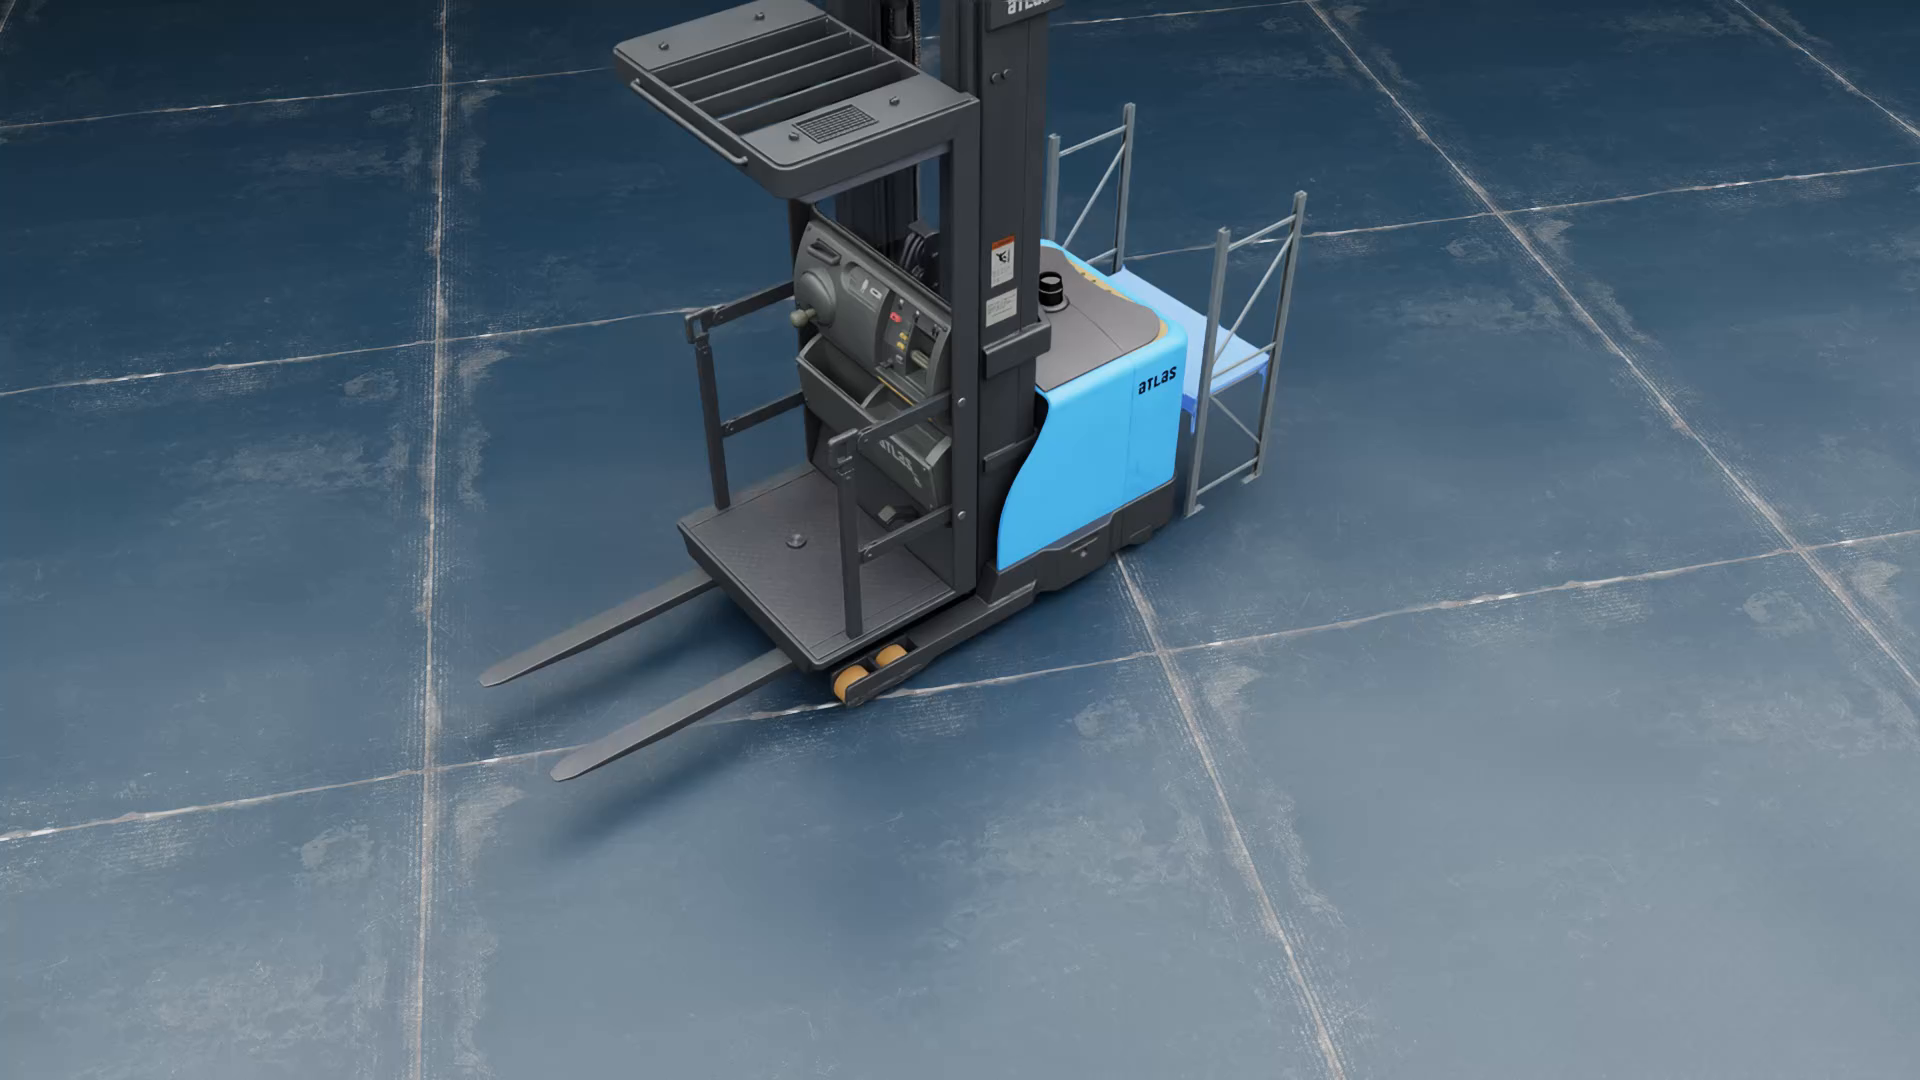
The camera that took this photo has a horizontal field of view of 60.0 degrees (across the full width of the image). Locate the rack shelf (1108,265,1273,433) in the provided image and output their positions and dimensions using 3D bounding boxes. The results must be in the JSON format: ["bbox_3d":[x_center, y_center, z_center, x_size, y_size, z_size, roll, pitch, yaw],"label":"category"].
[{"bbox_3d":[0.907,-0.901,7.685,0.538,0.185,1.000,-28,49,-29],"label":"rack shelf"}]

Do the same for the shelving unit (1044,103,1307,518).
[{"bbox_3d":[0.908,-1.036,7.566,0.538,1.500,1.048,-28,49,-29],"label":"shelving unit"}]

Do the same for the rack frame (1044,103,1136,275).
[{"bbox_3d":[0.584,-1.296,7.859,0.500,1.500,0.032,-28,49,-29],"label":"rack frame"}]

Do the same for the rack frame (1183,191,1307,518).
[{"bbox_3d":[1.232,-0.776,7.273,0.500,1.500,0.032,-28,49,-29],"label":"rack frame"}]

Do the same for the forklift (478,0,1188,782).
[{"bbox_3d":[-0.509,-0.819,6.247,3.031,2.935,1.130,-27,48,-27],"label":"forklift"}]
